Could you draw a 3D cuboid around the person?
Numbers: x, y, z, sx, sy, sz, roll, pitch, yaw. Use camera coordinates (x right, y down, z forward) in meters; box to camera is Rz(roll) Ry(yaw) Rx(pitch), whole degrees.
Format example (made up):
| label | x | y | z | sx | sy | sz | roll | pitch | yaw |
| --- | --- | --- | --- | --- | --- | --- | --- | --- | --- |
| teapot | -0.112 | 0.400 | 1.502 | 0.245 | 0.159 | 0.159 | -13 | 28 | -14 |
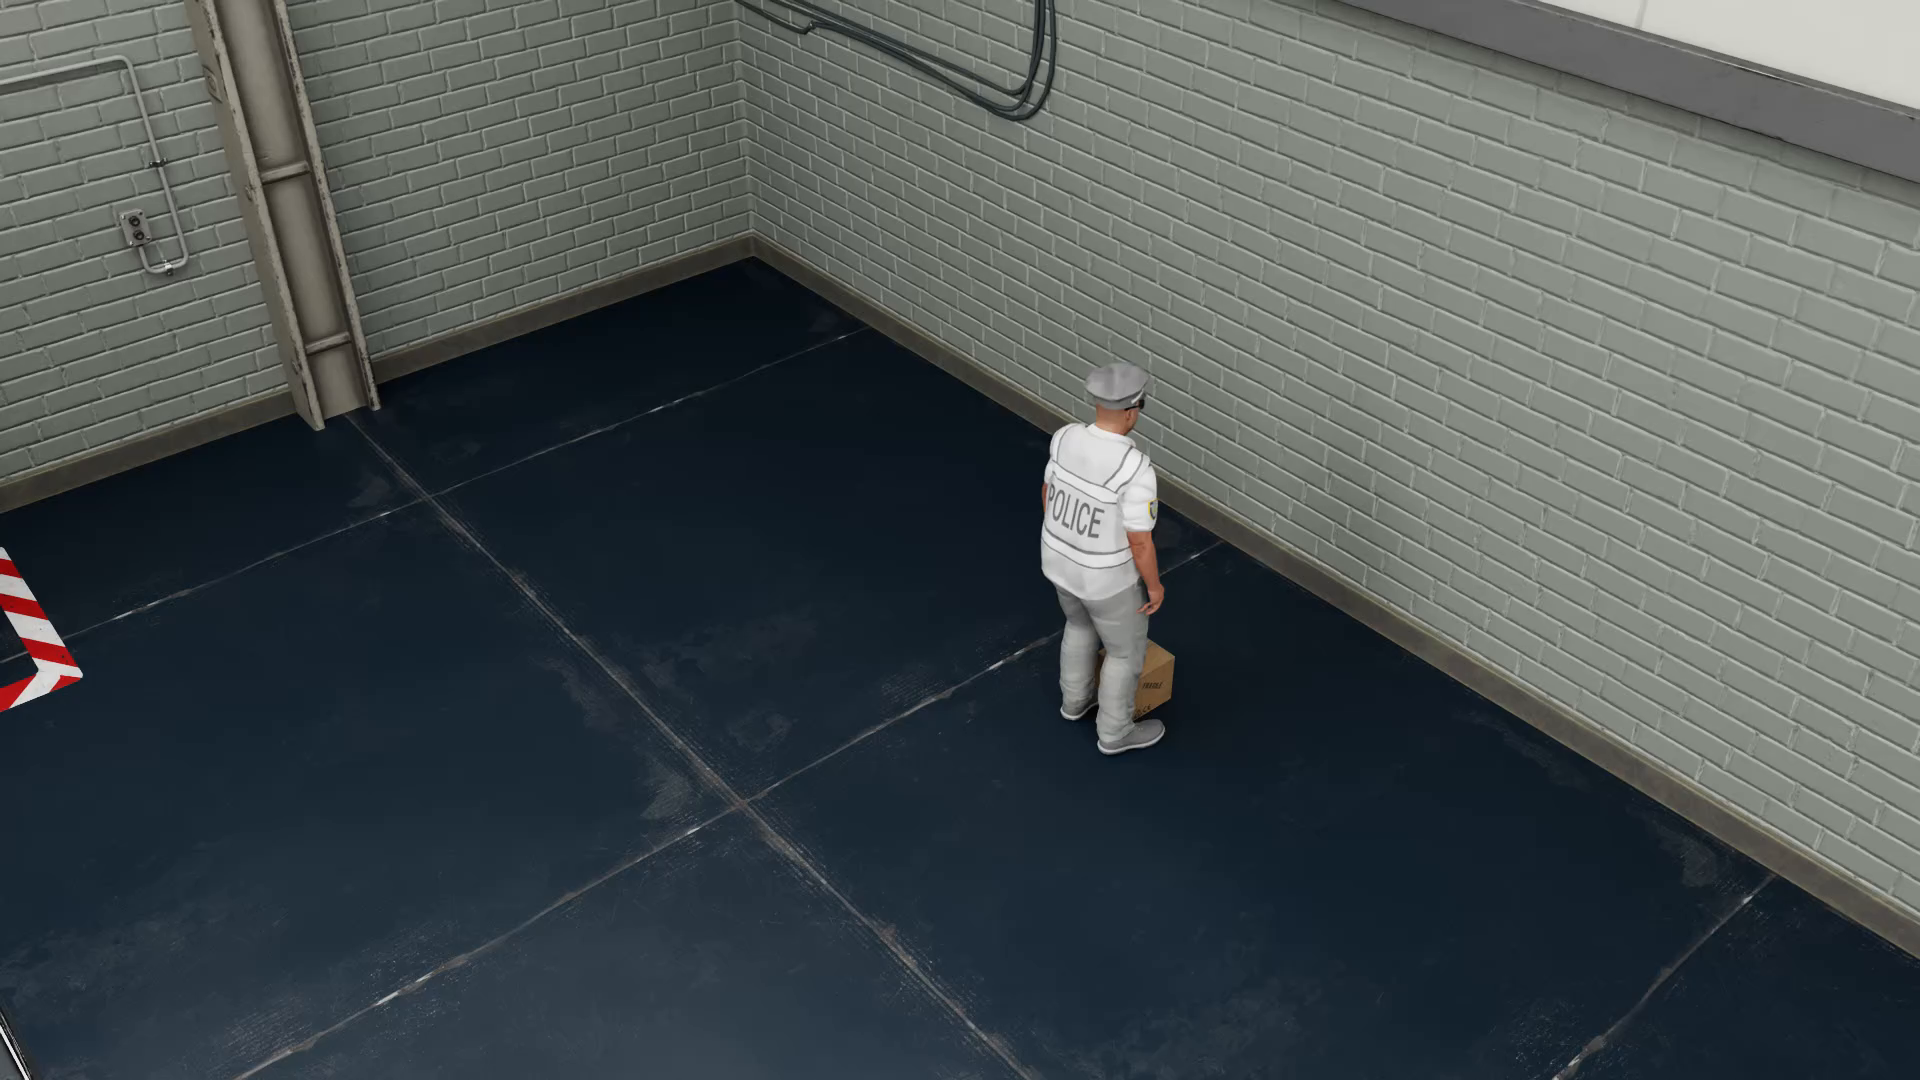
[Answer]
| label | x | y | z | sx | sy | sz | roll | pitch | yaw |
| --- | --- | --- | --- | --- | --- | --- | --- | --- | --- |
| person | 0.591 | 0.097 | 6.936 | 0.470 | 1.750 | 0.603 | -28 | 44 | -33 |
